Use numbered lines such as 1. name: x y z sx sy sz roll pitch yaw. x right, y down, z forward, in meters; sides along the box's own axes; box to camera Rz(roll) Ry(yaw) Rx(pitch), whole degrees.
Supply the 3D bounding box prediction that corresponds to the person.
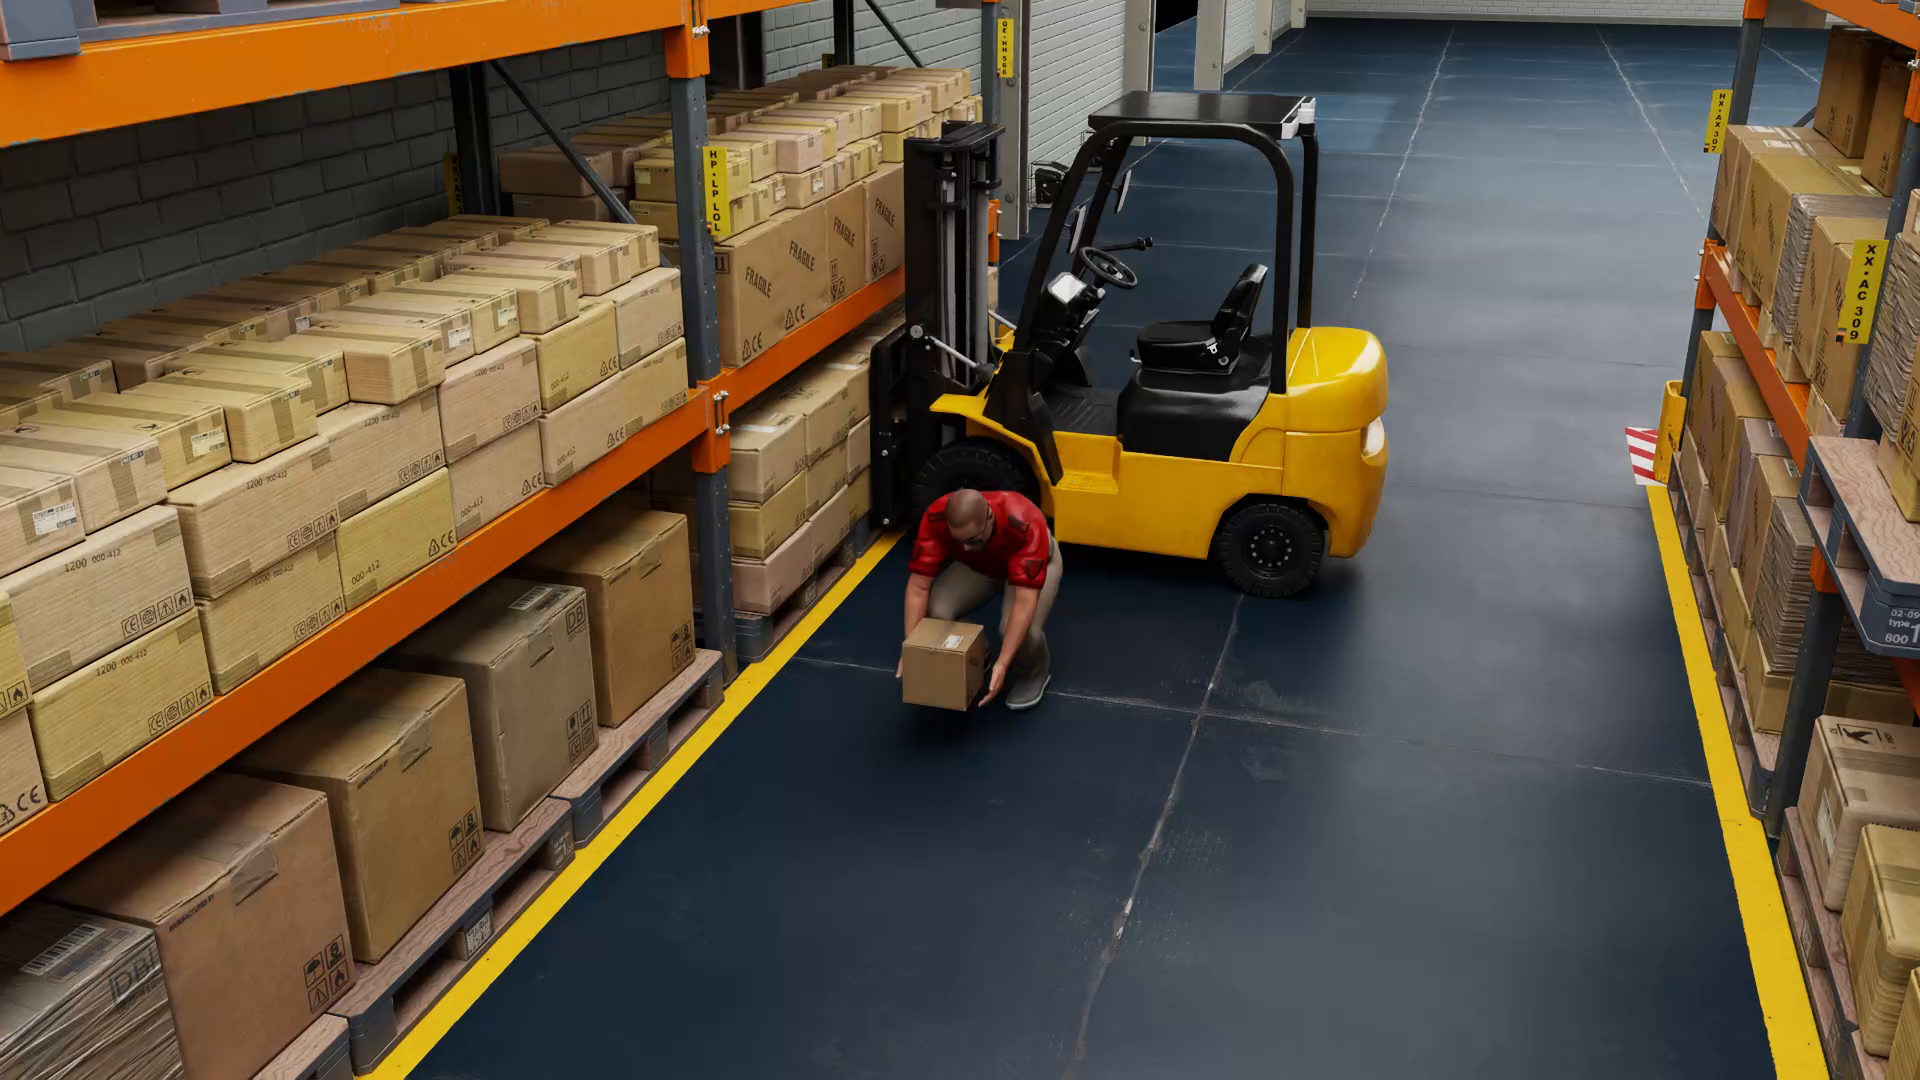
1. person: 0.126 0.193 6.595 0.570 1.016 0.877 11 24 25
